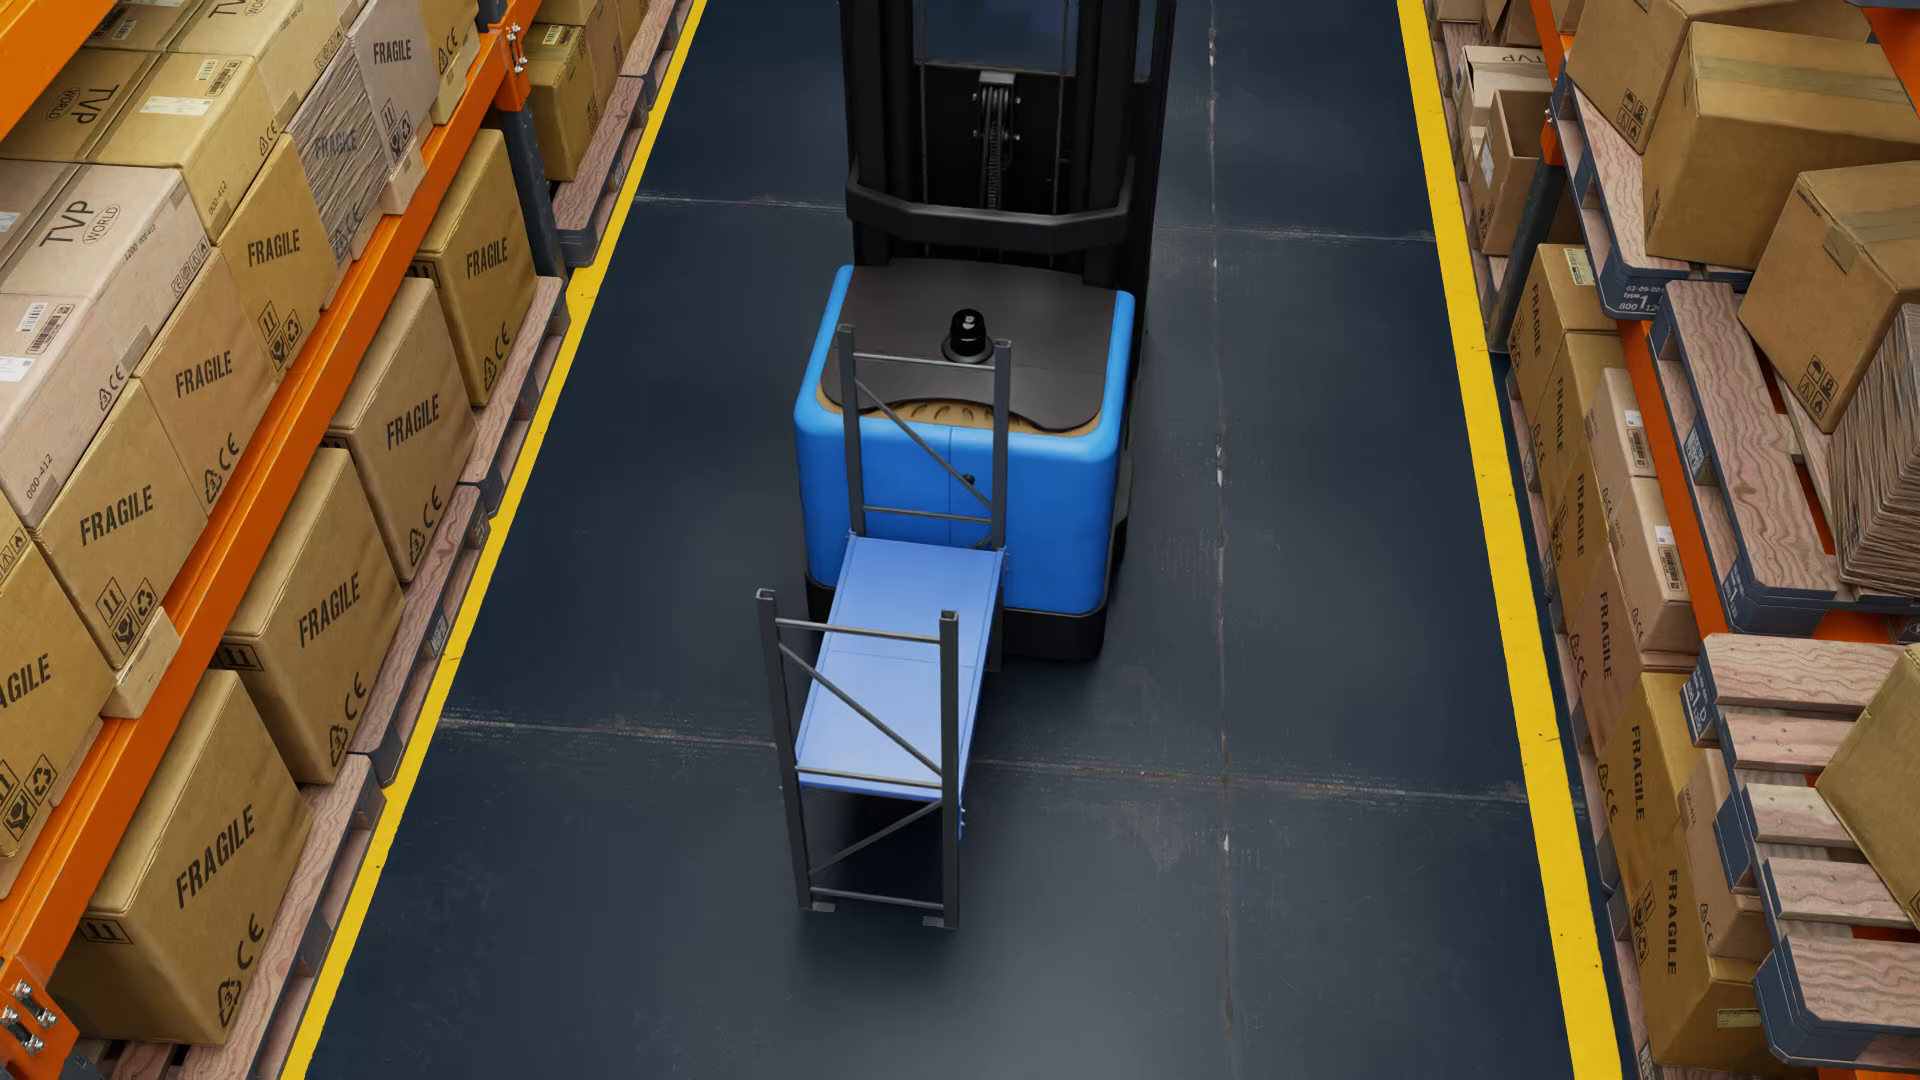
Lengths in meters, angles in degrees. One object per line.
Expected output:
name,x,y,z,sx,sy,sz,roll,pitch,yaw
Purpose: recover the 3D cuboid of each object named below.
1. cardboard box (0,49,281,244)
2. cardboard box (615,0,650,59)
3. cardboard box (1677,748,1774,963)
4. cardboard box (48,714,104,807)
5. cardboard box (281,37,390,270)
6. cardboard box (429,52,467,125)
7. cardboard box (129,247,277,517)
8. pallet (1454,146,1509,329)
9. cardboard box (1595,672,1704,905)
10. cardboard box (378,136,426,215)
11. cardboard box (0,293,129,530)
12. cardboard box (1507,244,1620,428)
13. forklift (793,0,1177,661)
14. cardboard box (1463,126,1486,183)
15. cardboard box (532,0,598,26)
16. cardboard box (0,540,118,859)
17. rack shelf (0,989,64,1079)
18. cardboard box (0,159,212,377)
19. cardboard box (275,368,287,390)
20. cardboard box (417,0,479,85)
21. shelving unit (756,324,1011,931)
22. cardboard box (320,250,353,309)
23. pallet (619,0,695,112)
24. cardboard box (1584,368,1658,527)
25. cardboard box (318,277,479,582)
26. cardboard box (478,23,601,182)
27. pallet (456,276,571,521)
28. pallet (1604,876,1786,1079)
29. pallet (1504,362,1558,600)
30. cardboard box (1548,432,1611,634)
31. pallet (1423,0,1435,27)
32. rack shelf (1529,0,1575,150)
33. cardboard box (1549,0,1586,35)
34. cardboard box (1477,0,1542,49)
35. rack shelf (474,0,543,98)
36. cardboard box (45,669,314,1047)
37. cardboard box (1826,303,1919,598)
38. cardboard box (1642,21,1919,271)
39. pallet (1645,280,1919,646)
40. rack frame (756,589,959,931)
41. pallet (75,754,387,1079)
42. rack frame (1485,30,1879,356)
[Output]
cardboard box,-2.152,-1.041,4.378,0.500,0.250,0.500,3,48,3
cardboard box,-1.948,-2.719,8.113,0.700,0.500,0.500,5,48,4
cardboard box,2.205,0.835,4.341,0.500,0.250,0.500,6,48,5
cardboard box,-2.288,0.474,3.940,0.380,0.149,0.250,4,48,4
cardboard box,-2.098,-1.173,5.007,0.500,0.500,0.500,4,48,4
cardboard box,-1.965,-1.600,5.837,0.380,0.149,0.250,5,48,4
cardboard box,-2.178,-0.422,4.320,0.500,0.500,0.500,4,48,3
pallet,2.781,-1.365,7.356,1.003,0.211,1.213,4,48,4
cardboard box,2.252,0.749,4.928,0.500,0.500,0.500,2,48,2
cardboard box,-1.999,-1.214,5.484,0.380,0.149,0.250,4,48,4
cardboard box,-2.234,-0.298,3.699,0.500,0.250,0.500,3,48,3
cardboard box,2.430,-0.767,6.315,0.500,0.500,0.500,2,48,2
forklift,0.189,-1.671,5.792,1.130,2.935,3.031,6,48,6
cardboard box,2.461,-1.705,7.411,0.380,0.149,0.250,4,48,4
cardboard box,-1.833,-2.431,7.411,0.380,0.149,0.250,5,48,5
cardboard box,-2.282,0.327,3.636,0.500,0.500,0.500,5,48,5
rack shelf,-2.763,2.520,2.400,1.077,0.370,4.000,4,48,4
cardboard box,-2.193,-0.666,4.035,0.500,0.250,0.500,4,48,4
cardboard box,-2.191,-0.469,4.803,0.380,0.149,0.250,4,48,4
cardboard box,-2.007,-1.917,5.687,0.500,0.500,0.500,3,48,3
shelving unit,-0.178,0.293,4.966,0.538,1.500,1.048,6,48,6
cardboard box,-2.125,-0.856,5.157,0.380,0.149,0.250,3,48,2
pallet,-1.960,-2.643,8.525,1.003,0.211,1.213,4,48,4
cardboard box,2.339,-0.286,5.366,0.500,0.250,0.500,4,48,4
cardboard box,-2.224,-0.409,5.763,0.750,0.750,0.750,5,48,5
cardboard box,-2.046,-1.973,7.431,0.700,0.500,0.500,4,48,4
pallet,-2.211,-0.619,6.673,1.003,0.211,1.213,4,48,4
pallet,2.458,1.533,4.705,1.003,0.211,1.213,4,48,4
pallet,2.681,-0.260,6.345,1.003,0.211,1.213,4,48,4
cardboard box,2.340,-0.008,5.620,0.500,0.500,0.500,4,48,4
pallet,3.003,-3.158,8.996,1.003,0.211,1.213,4,48,4
rack shelf,2.899,-3.029,7.475,1.077,0.370,4.000,4,48,4
cardboard box,2.507,-2.220,6.180,0.500,0.500,0.500,5,48,4
cardboard box,2.883,-2.489,7.887,0.797,0.503,0.637,4,48,4
rack shelf,-2.034,-3.359,7.777,1.077,0.370,4.000,4,48,4
cardboard box,-2.383,0.859,4.603,0.750,0.750,0.750,3,48,3
cardboard box,2.571,-0.167,4.018,0.700,0.500,0.500,12,49,11
cardboard box,2.452,-1.135,4.903,0.700,0.500,0.500,11,48,10
pallet,2.525,-0.227,4.555,1.003,0.211,1.213,4,48,4
rack frame,-0.253,0.664,4.626,0.500,1.500,0.032,6,48,6
pallet,-2.434,1.174,5.033,1.003,0.211,1.213,4,48,4
rack frame,2.717,-1.802,5.865,1.000,3.000,0.127,4,48,4
